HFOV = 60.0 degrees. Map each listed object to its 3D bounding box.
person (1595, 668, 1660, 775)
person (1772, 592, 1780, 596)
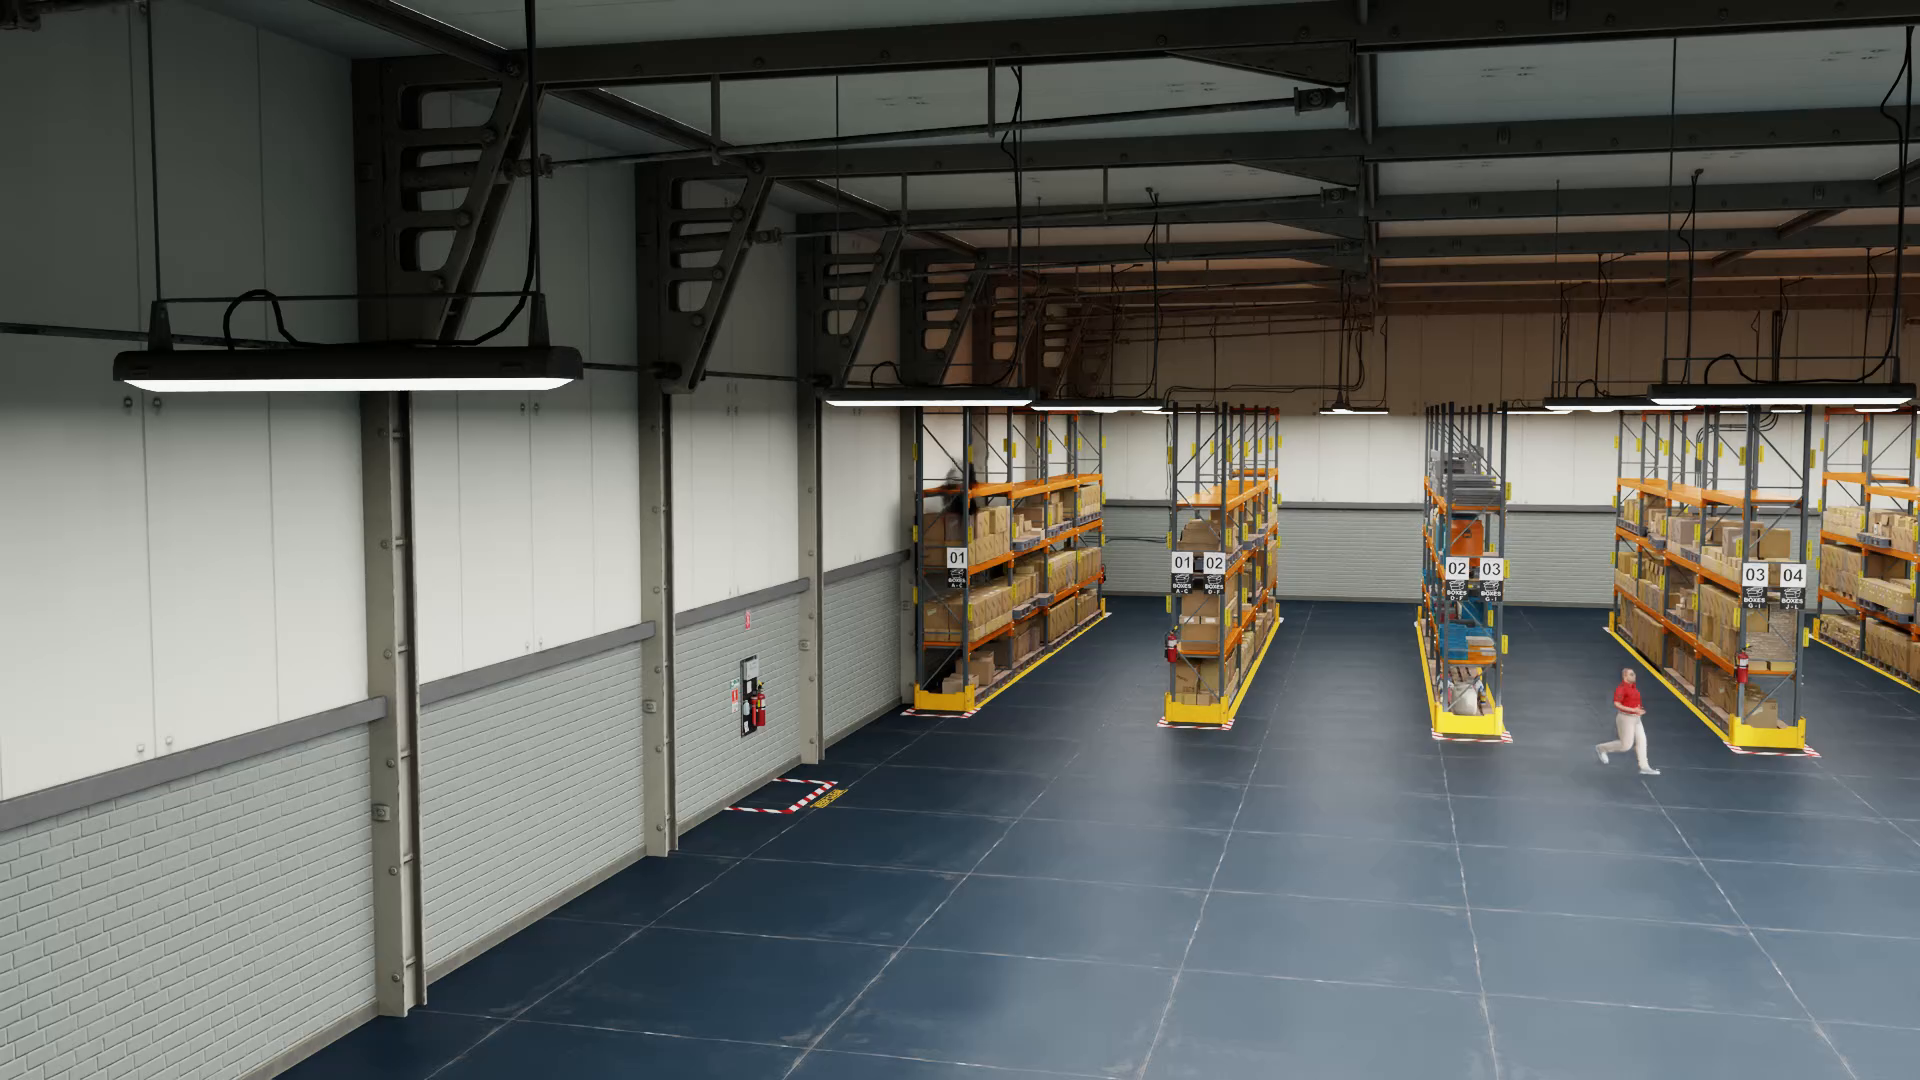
[{"bbox_3d":[10.758,2.895,26.695,0.678,1.682,1.006,-4,6,-43],"label":"person"},{"bbox_3d":[20.793,1.725,42.349,0.736,1.747,0.785,2,5,21],"label":"person"}]
